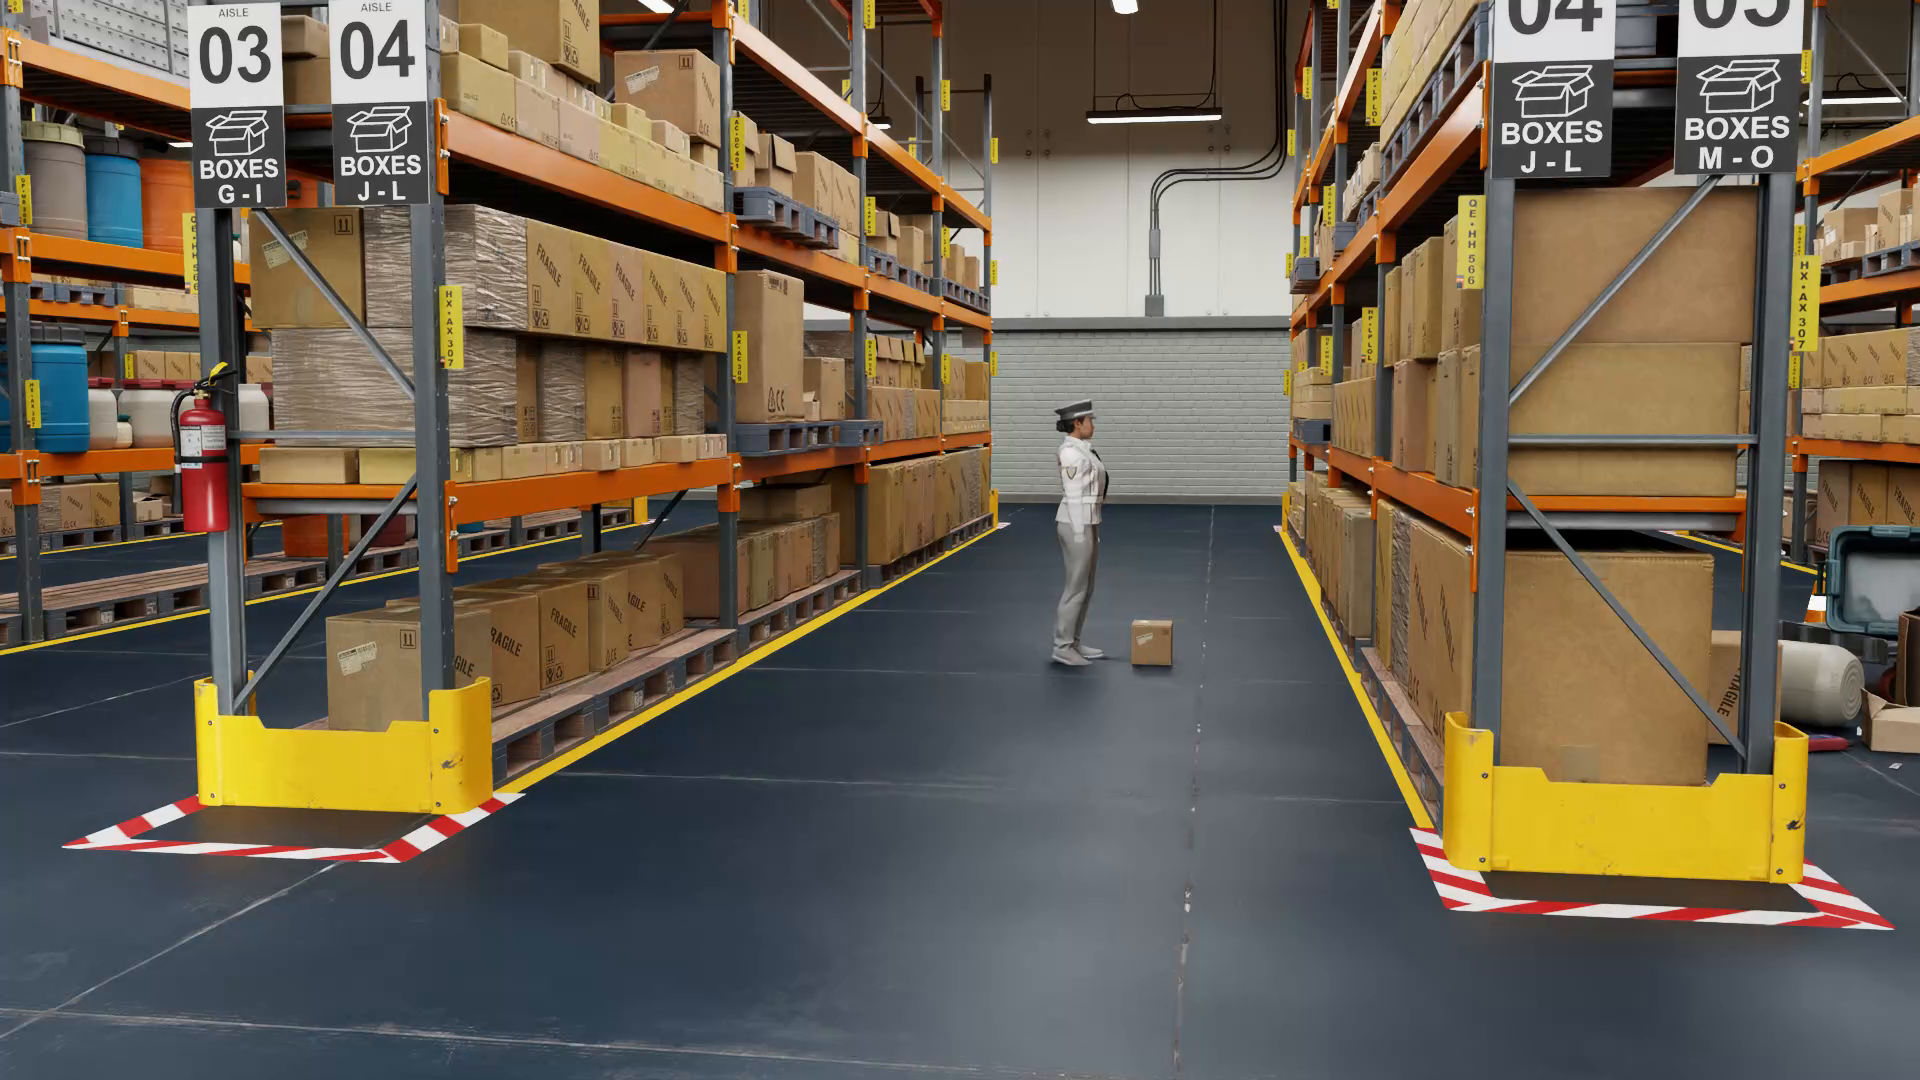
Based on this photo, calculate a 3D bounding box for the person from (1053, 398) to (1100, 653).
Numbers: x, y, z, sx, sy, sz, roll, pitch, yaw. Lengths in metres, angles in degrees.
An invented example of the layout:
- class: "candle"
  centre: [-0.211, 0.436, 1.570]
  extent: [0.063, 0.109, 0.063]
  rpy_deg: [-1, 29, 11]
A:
- class: "person"
  centre: [0.741, -0.097, 10.620]
  extent: [0.279, 1.612, 0.426]
  rpy_deg: [1, 5, 10]
